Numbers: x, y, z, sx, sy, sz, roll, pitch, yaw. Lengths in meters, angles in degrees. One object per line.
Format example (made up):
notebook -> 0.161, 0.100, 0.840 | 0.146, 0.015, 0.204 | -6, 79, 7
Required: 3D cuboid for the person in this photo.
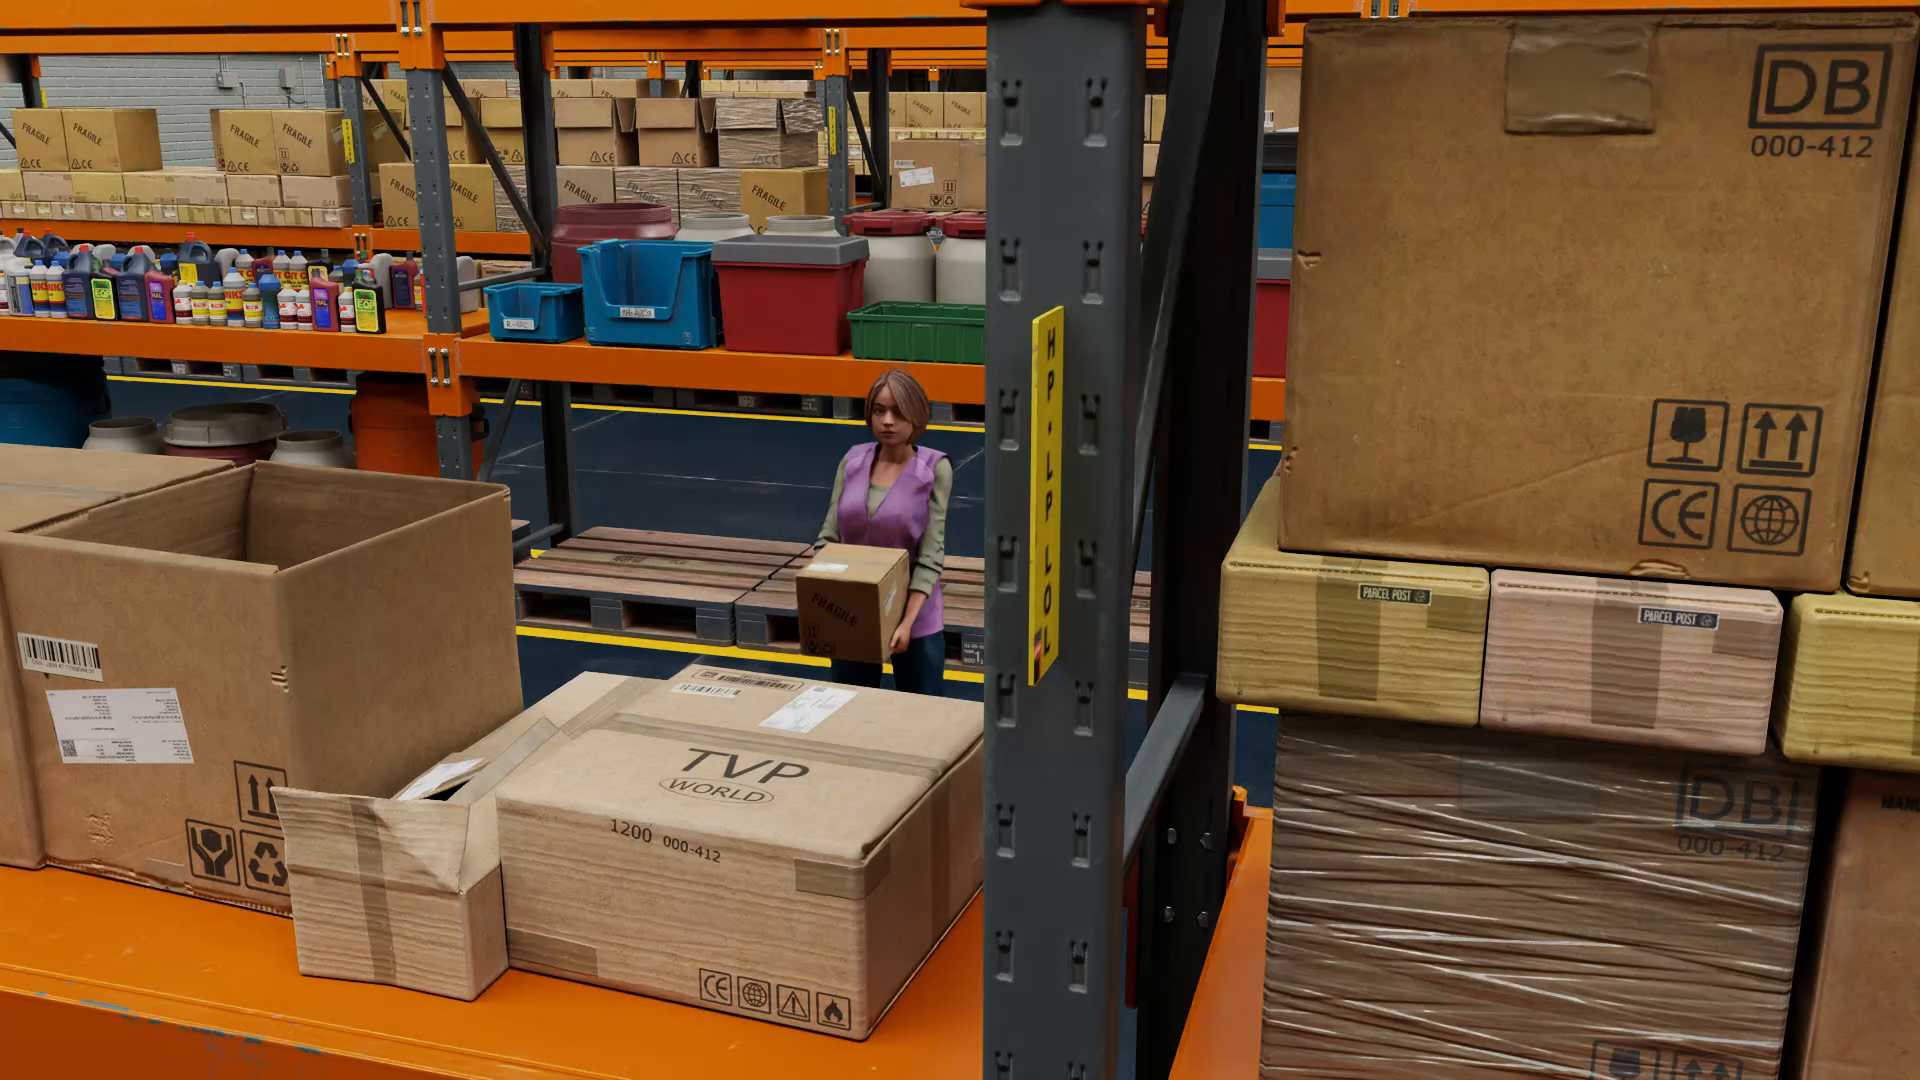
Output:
person -> -0.244, 0.300, 4.955 | 0.404, 1.593, 0.494 | 5, 16, 17
